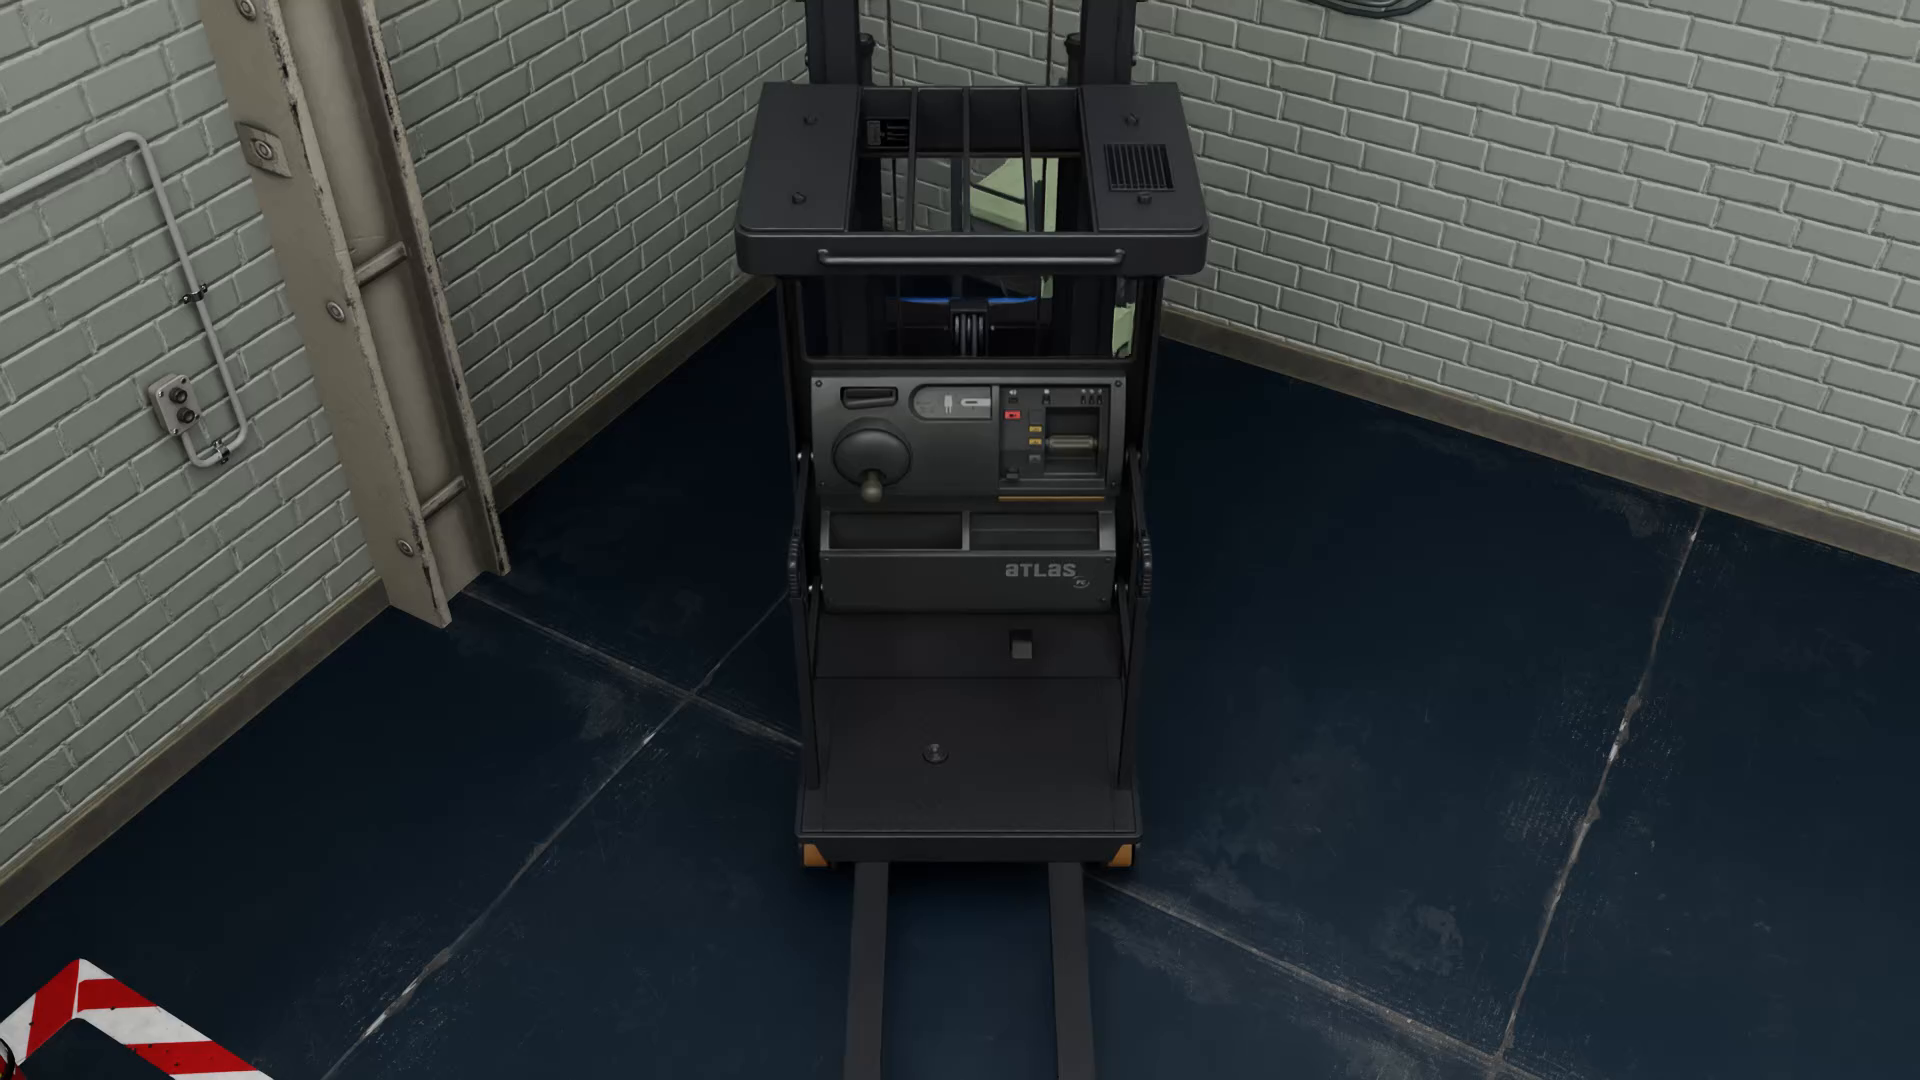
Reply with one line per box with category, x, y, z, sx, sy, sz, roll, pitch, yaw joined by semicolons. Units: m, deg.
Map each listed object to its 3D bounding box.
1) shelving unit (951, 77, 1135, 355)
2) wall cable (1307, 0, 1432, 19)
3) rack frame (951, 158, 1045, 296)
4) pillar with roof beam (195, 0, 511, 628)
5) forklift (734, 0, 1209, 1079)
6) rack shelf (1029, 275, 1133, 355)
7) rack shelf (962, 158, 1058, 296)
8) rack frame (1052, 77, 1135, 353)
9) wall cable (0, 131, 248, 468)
shelving unit;0.347;-0.983;6.731;0.431;1.500;0.755;25;47;26
wall cable;0.523;-3.324;6.065;3.097;2.526;0.112;21;45;22
rack frame;0.136;-0.785;6.507;0.400;1.500;0.023;25;47;26
pillar with roof beam;1.713;-1.778;1.960;9.100;9.000;0.400;21;45;22
forklift;0.027;-0.225;4.788;1.130;2.935;3.031;0;41;0
rack shelf;0.347;-0.738;6.947;0.431;0.370;0.720;25;47;26
rack shelf;0.347;-1.276;6.474;0.431;0.370;0.720;25;47;26
rack frame;0.557;-1.181;6.956;0.400;1.500;0.023;25;47;26
wall cable;-2.795;-0.546;4.332;0.084;1.984;1.851;21;45;22
